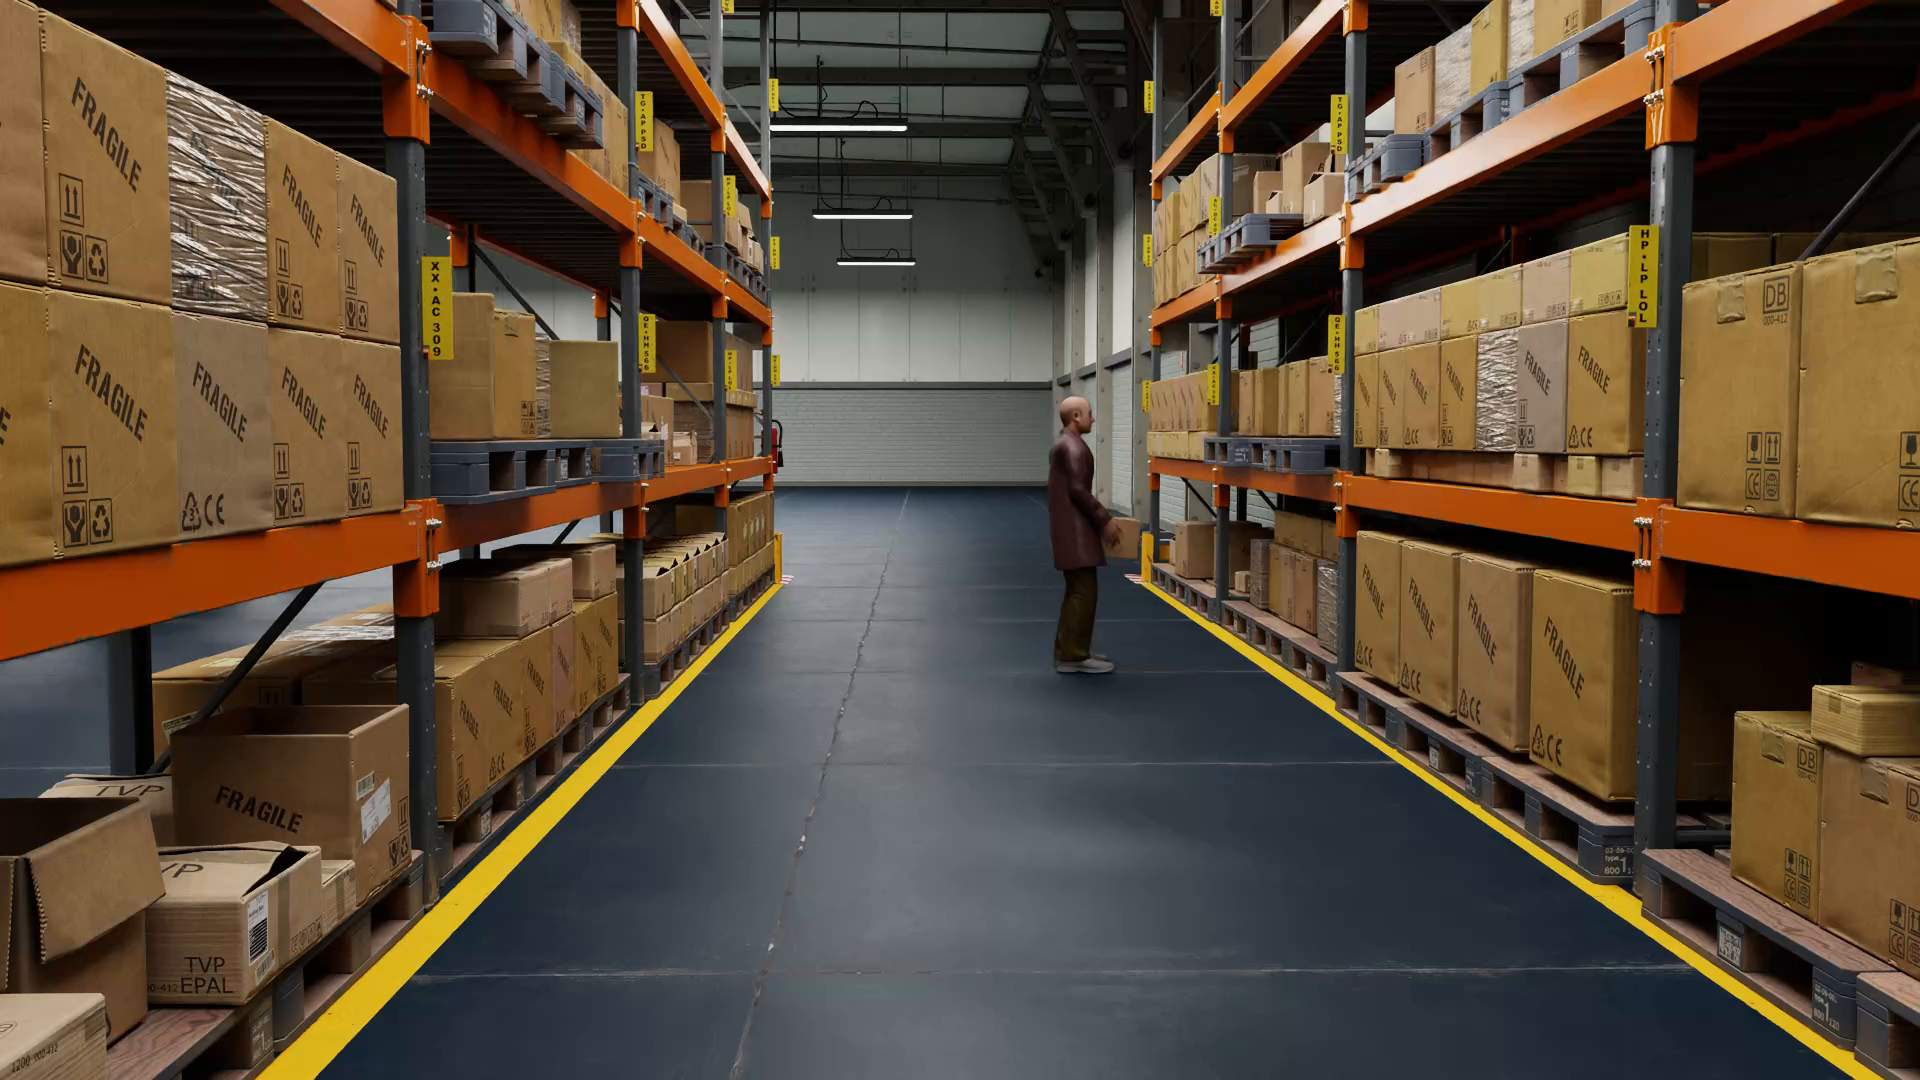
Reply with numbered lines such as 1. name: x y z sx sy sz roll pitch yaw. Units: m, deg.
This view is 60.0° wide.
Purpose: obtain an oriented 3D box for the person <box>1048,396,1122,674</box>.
1. person: 0.806 -0.044 10.817 0.467 1.782 0.575 0 4 -2
